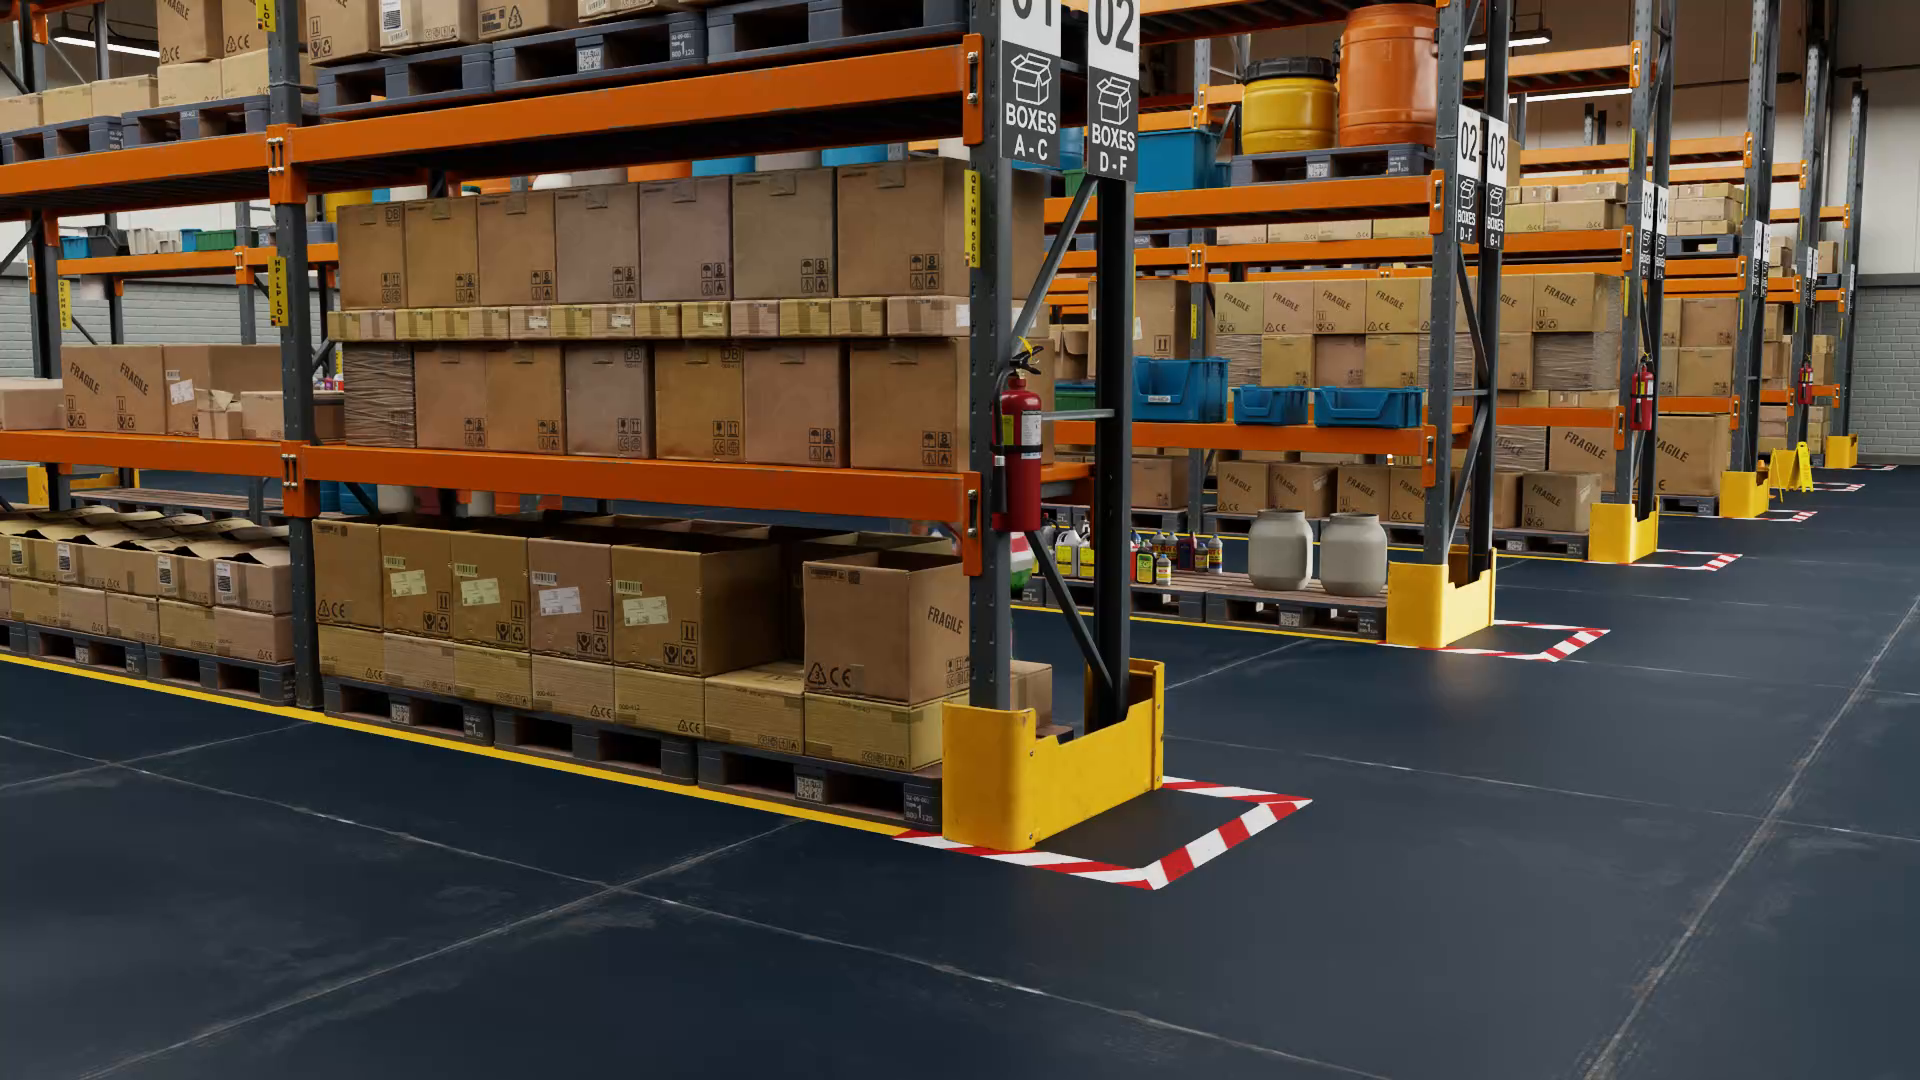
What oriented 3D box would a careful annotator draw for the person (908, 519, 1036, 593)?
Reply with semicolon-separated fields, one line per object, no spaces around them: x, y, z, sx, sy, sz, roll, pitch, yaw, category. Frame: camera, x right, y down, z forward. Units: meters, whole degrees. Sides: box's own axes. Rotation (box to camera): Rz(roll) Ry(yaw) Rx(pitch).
-0.010;0.135;8.294;0.782;1.381;0.584;4;7;33;person
